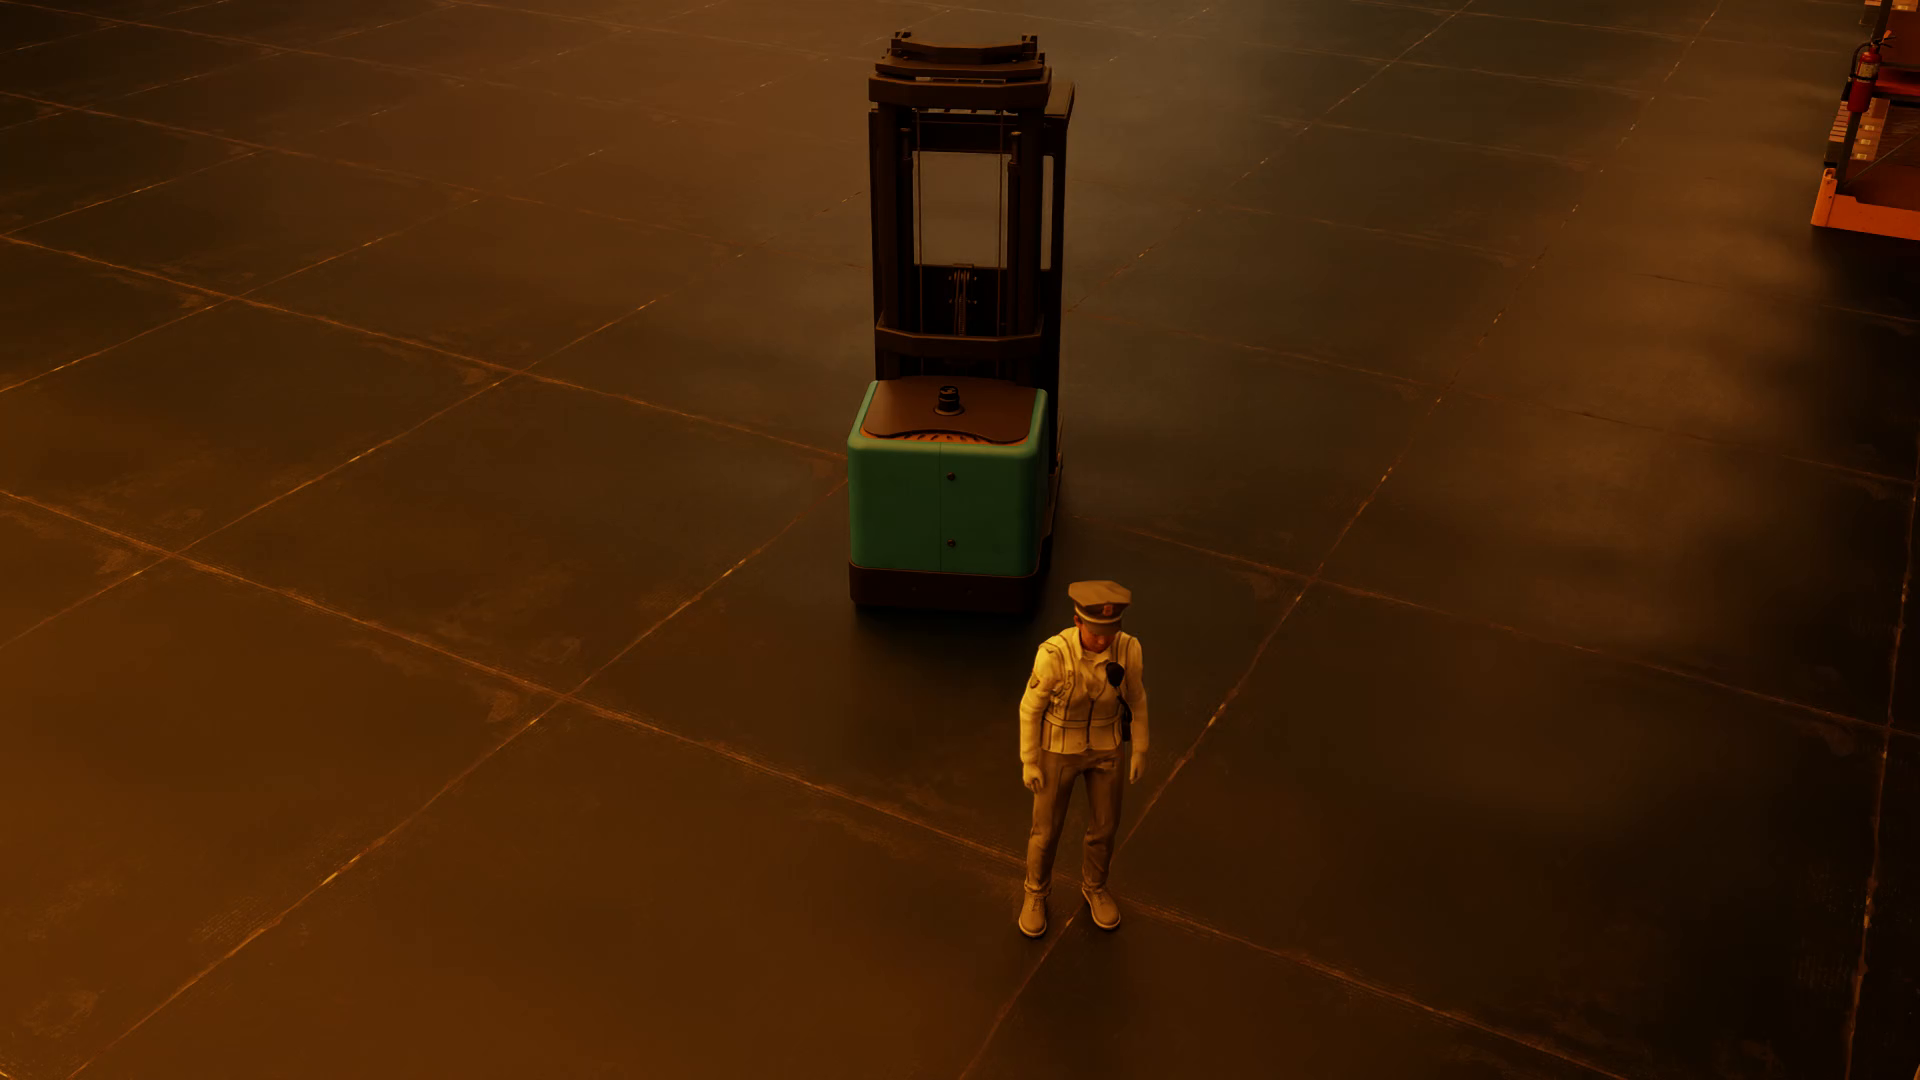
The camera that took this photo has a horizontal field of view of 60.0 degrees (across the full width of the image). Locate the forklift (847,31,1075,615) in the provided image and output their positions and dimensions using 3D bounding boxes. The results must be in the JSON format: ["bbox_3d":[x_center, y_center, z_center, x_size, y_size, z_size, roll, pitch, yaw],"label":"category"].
[{"bbox_3d":[0.072,-1.572,9.794,1.130,2.935,3.031,3,30,6],"label":"forklift"}]

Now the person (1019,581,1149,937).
[{"bbox_3d":[0.508,0.879,6.817,0.542,1.665,0.373,-5,30,-8],"label":"person"}]
